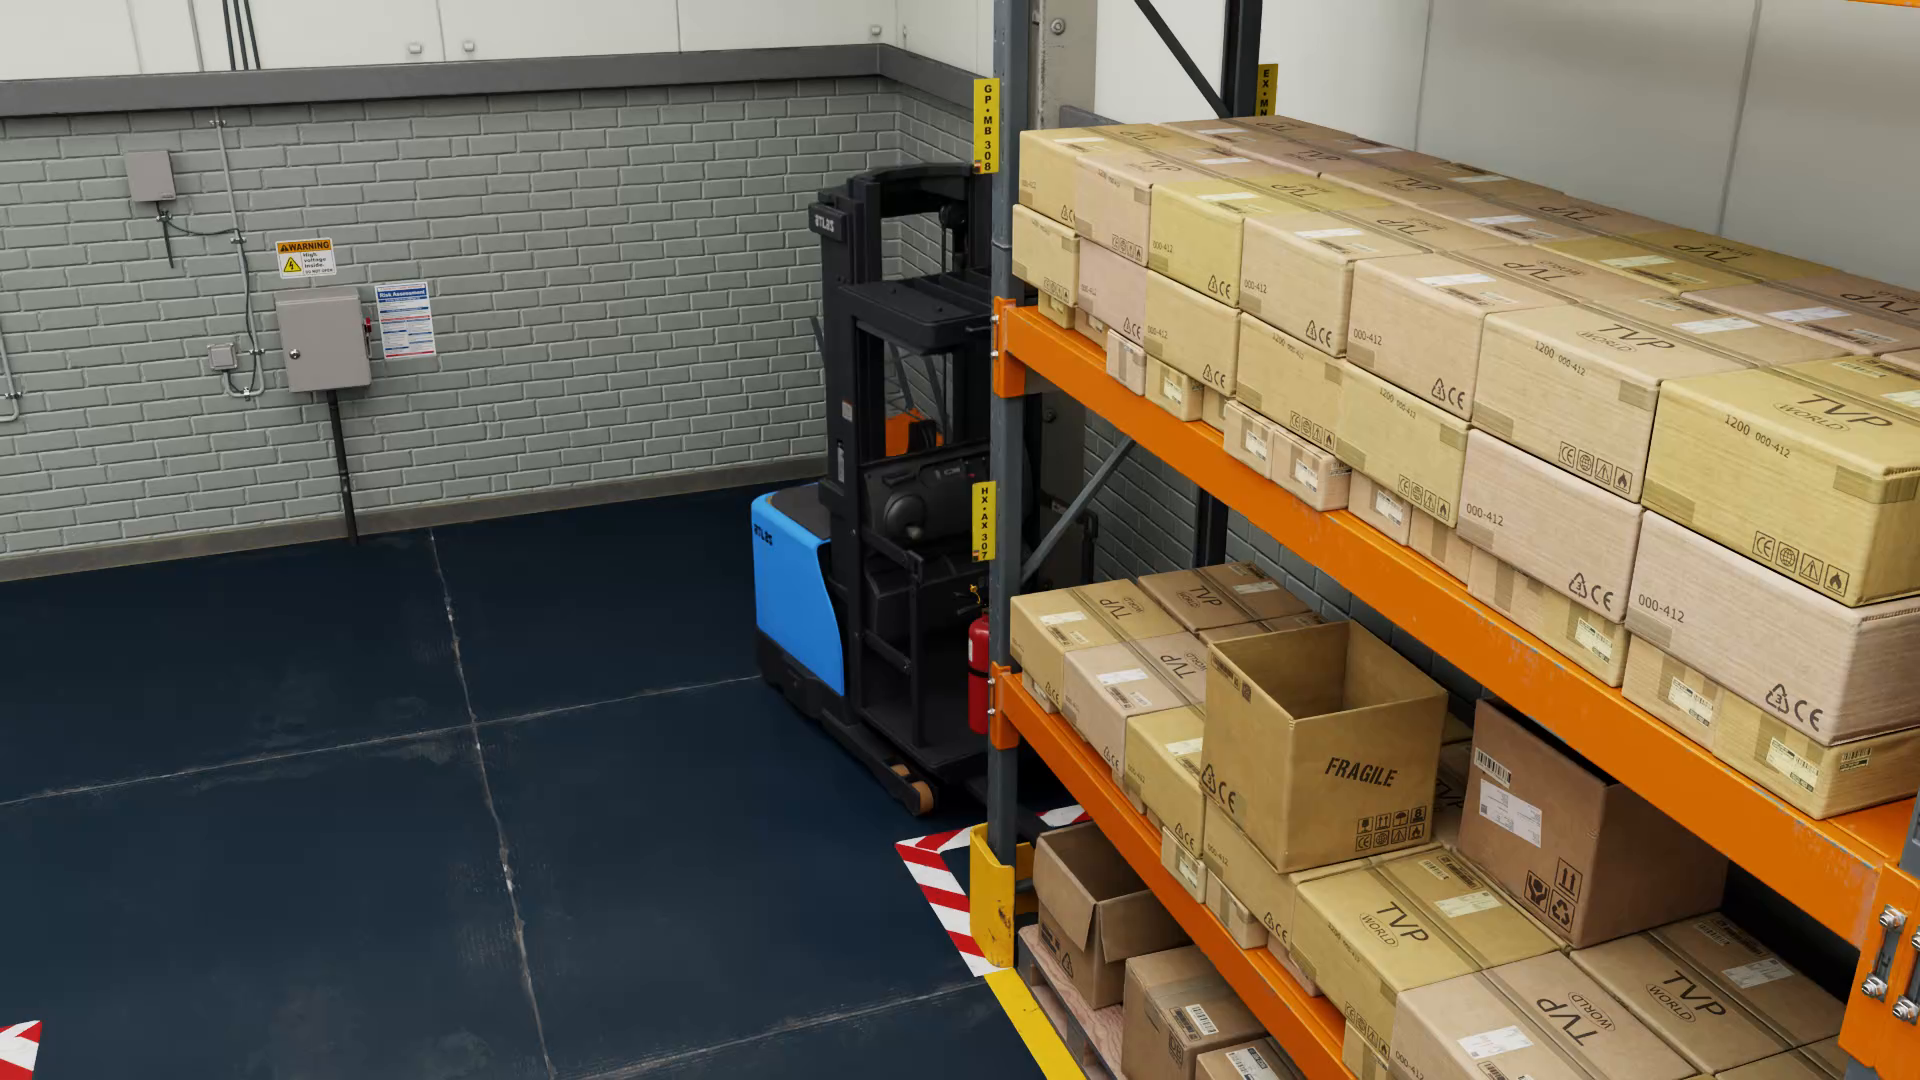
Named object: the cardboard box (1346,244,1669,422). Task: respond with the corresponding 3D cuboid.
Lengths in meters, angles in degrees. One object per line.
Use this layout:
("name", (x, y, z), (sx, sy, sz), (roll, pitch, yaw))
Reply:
("cardboard box", (1.255, -0.493, 3.861), (0.500, 0.250, 0.500), (-8, 24, -18))

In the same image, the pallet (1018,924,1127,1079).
("pallet", (0.914, 1.856, 6.576), (1.003, 0.211, 1.213), (-8, 24, -19))

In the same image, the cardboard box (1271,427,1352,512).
("cardboard box", (1.042, -0.205, 4.336), (0.380, 0.149, 0.250), (-8, 24, -18))

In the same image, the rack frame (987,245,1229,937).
("rack frame", (0.604, 0.253, 6.787), (1.000, 3.000, 0.127), (-8, 24, -19))

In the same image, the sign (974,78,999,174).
("sign", (0.097, -1.457, 5.858), (0.100, 0.325, 0.005), (-8, 24, -19))

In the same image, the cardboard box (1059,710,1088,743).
("cardboard box", (0.597, 0.612, 6.259), (0.380, 0.149, 0.250), (-8, 24, -18))

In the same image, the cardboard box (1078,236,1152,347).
("cardboard box", (0.704, -0.816, 5.273), (0.500, 0.250, 0.500), (-8, 24, -18))

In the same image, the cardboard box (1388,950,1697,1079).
("cardboard box", (1.418, 1.307, 4.097), (0.500, 0.250, 0.500), (-8, 24, -19))

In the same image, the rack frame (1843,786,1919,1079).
("rack frame", (2.017, 1.707, 3.339), (1.000, 3.000, 0.127), (-8, 24, -19))

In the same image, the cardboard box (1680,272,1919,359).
("cardboard box", (1.911, -0.379, 3.591), (0.500, 0.250, 0.500), (-9, 24, -20))

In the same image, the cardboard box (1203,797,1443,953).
("cardboard box", (1.073, 0.937, 4.975), (0.500, 0.250, 0.500), (-9, 24, -20))

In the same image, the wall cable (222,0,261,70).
("wall cable", (-2.987, -4.345, 9.924), (2.988, 3.039, 0.133), (-8, 24, -19))

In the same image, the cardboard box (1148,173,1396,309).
("cardboard box", (0.878, -0.864, 4.741), (0.500, 0.250, 0.500), (-9, 24, -20))

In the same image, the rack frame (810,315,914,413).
("rack frame", (-0.571, -0.910, 11.346), (0.500, 1.500, 0.032), (-21, 27, -10))

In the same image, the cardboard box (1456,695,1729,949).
("cardboard box", (1.740, 0.716, 4.535), (0.500, 0.500, 0.500), (-9, 24, -20))

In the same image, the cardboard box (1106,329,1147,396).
("cardboard box", (0.683, -0.574, 5.210), (0.380, 0.149, 0.250), (-8, 24, -18))

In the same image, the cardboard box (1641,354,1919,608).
("cardboard box", (1.614, -0.124, 2.987), (0.500, 0.250, 0.500), (-8, 24, -19))

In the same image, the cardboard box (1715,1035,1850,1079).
("cardboard box", (2.095, 1.422, 3.825), (0.500, 0.250, 0.500), (-9, 24, -20))

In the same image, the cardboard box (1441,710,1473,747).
("cardboard box", (1.367, 0.684, 5.575), (0.500, 0.250, 0.500), (-8, 24, -17))

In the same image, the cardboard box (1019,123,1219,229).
("cardboard box", (0.526, -1.232, 5.614), (0.500, 0.250, 0.500), (-9, 24, -20))

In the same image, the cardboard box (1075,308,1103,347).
("cardboard box", (0.616, -0.774, 5.685), (0.380, 0.149, 0.250), (-8, 24, -18))

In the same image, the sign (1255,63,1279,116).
("sign", (1.130, -1.606, 6.196), (0.100, 0.325, 0.005), (-8, 24, -19))

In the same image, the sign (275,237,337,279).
("sign", (-4.160, -1.793, 10.580), (0.339, 0.242, 0.001), (-8, 24, -19))

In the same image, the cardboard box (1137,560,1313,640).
("cardboard box", (1.015, 0.316, 6.448), (0.500, 0.250, 0.500), (-8, 24, -17))

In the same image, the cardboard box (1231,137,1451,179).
("cardboard box", (1.205, -1.115, 5.338), (0.500, 0.250, 0.500), (-9, 25, -21))

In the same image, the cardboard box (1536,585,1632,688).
("cardboard box", (1.444, 0.162, 3.465), (0.380, 0.149, 0.250), (-8, 24, -17))

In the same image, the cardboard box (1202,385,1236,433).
("cardboard box", (0.927, -0.398, 4.794), (0.380, 0.149, 0.250), (-9, 24, -20))

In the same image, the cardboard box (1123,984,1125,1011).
("cardboard box", (0.845, 1.768, 6.322), (0.380, 0.149, 0.250), (-9, 25, -21))

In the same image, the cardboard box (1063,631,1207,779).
("cardboard box", (0.691, 0.570, 5.845), (0.500, 0.250, 0.500), (-8, 24, -18))

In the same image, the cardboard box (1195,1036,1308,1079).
("cardboard box", (1.090, 1.969, 5.395), (0.500, 0.500, 0.500), (-8, 24, -18))

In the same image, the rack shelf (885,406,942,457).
("rack shelf", (-0.373, -0.568, 10.979), (0.538, 0.185, 1.000), (-21, 27, -10))

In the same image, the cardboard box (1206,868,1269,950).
("cardboard box", (0.984, 1.094, 5.116), (0.380, 0.149, 0.250), (-8, 24, -18))

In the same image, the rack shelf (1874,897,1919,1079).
("rack shelf", (2.724, 1.383, 1.172), (1.077, 0.370, 4.000), (-8, 24, -19))

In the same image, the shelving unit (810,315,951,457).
("shelving unit", (-0.421, -0.726, 10.907), (0.587, 1.500, 1.083), (-21, 27, -10))

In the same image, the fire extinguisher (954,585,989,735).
("fire extinguisher", (0.120, 0.471, 6.851), (0.296, 0.674, 0.183), (-8, 24, -19))

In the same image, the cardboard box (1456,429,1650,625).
("cardboard box", (1.419, -0.072, 3.507), (0.500, 0.250, 0.500), (-9, 25, -21))

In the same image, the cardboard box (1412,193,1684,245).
("cardboard box", (1.549, -0.744, 4.457), (0.500, 0.250, 0.500), (-8, 24, -19))

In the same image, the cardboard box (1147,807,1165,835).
("cardboard box", (0.853, 0.899, 5.579), (0.380, 0.149, 0.250), (-8, 24, -18))

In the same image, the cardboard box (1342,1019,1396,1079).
("cardboard box", (1.258, 1.370, 4.460), (0.380, 0.149, 0.250), (-9, 24, -20))

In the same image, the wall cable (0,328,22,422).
("wall cable", (-6.052, -1.593, 9.818), (0.585, 1.953, 0.123), (-8, 24, -19))

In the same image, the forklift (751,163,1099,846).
("forklift", (0.068, -0.221, 8.001), (1.130, 2.935, 3.031), (-14, 27, -30))

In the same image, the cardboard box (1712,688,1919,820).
("cardboard box", (1.614, 0.350, 3.019), (0.380, 0.149, 0.250), (-9, 24, -19))

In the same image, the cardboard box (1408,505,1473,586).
("cardboard box", (1.294, -0.029, 3.918), (0.380, 0.149, 0.250), (-8, 24, -17))

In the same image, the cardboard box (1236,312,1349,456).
("cardboard box", (1.078, -0.444, 4.389), (0.500, 0.250, 0.500), (-9, 24, -20))

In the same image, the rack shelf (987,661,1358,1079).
("rack shelf", (1.311, 1.311, 5.203), (1.077, 0.370, 4.000), (-8, 24, -19))

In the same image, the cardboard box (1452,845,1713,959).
("cardboard box", (1.731, 1.053, 4.700), (0.500, 0.250, 0.500), (-8, 24, -18))
